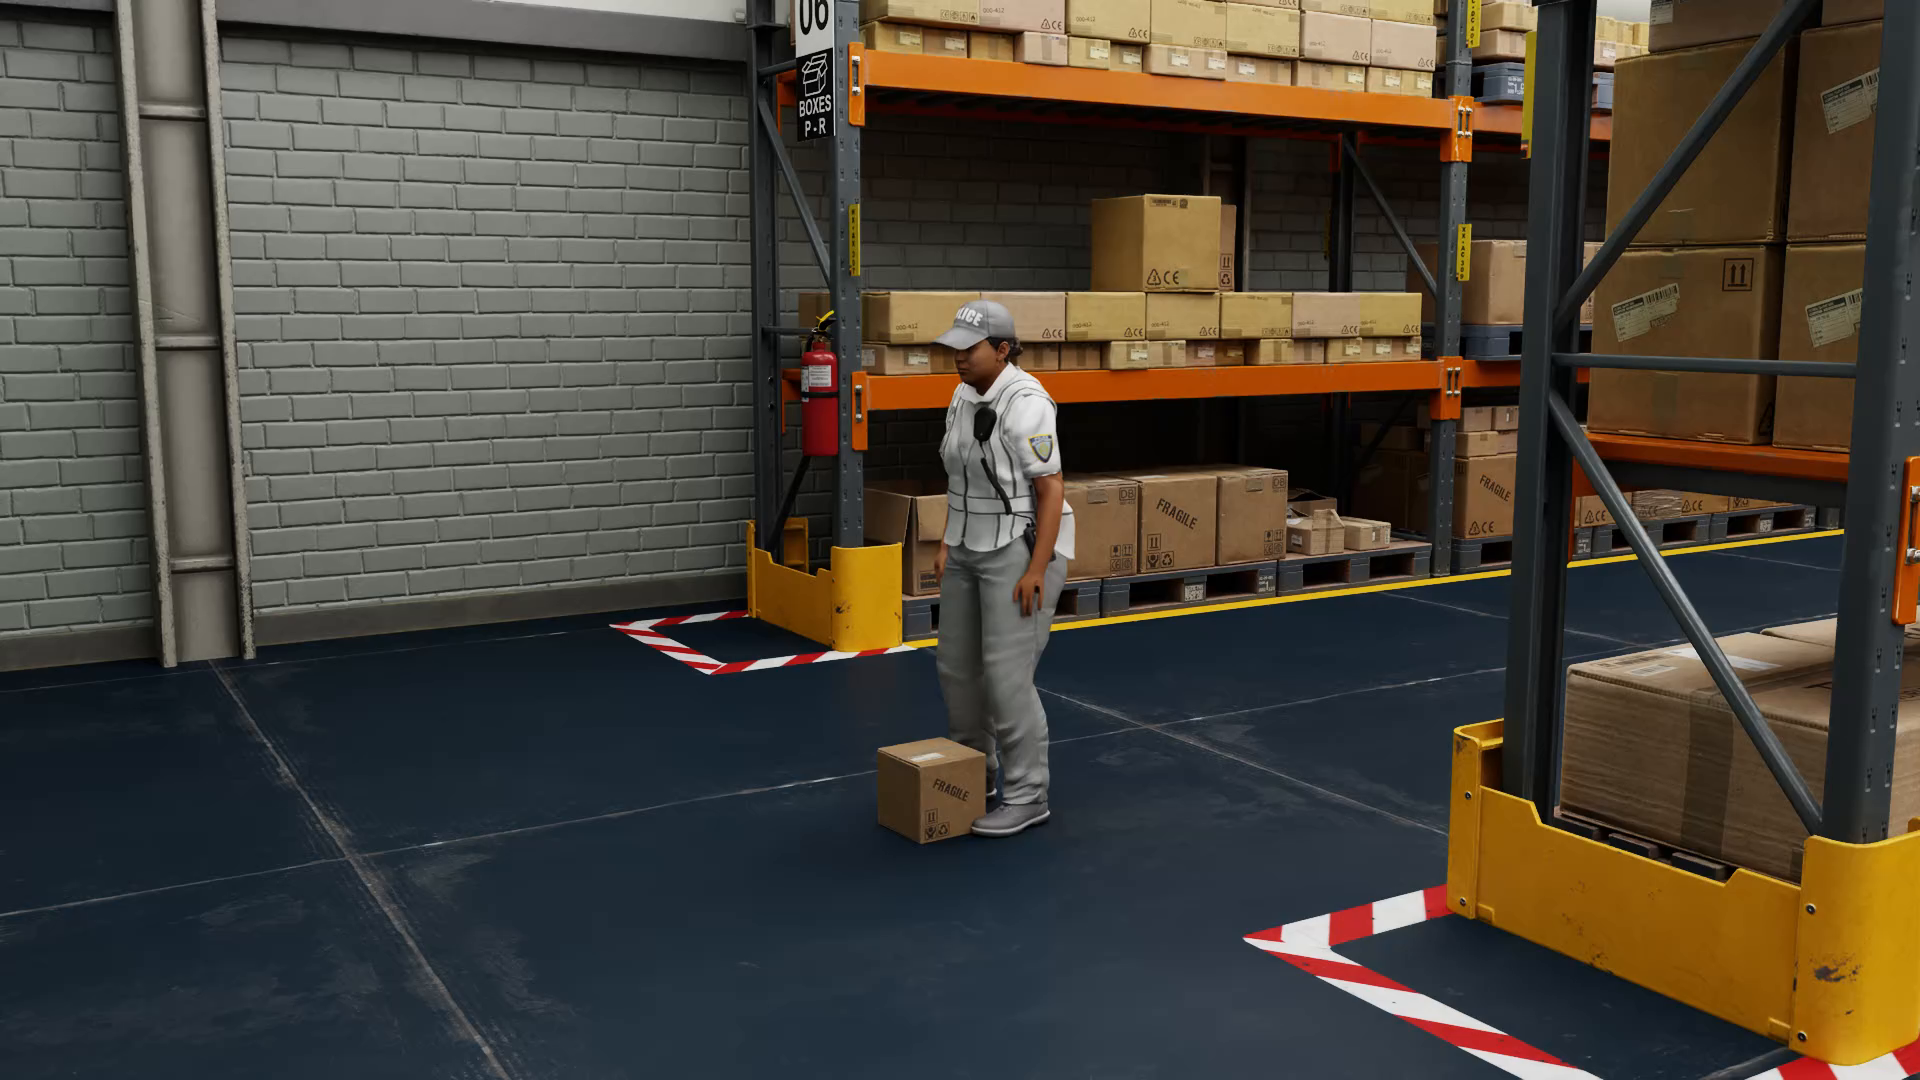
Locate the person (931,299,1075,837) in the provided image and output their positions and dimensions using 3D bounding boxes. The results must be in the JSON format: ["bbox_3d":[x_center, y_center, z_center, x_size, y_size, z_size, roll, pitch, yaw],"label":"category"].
[{"bbox_3d":[0.096,0.075,5.288,0.465,1.667,0.564,-6,10,-34],"label":"person"}]
